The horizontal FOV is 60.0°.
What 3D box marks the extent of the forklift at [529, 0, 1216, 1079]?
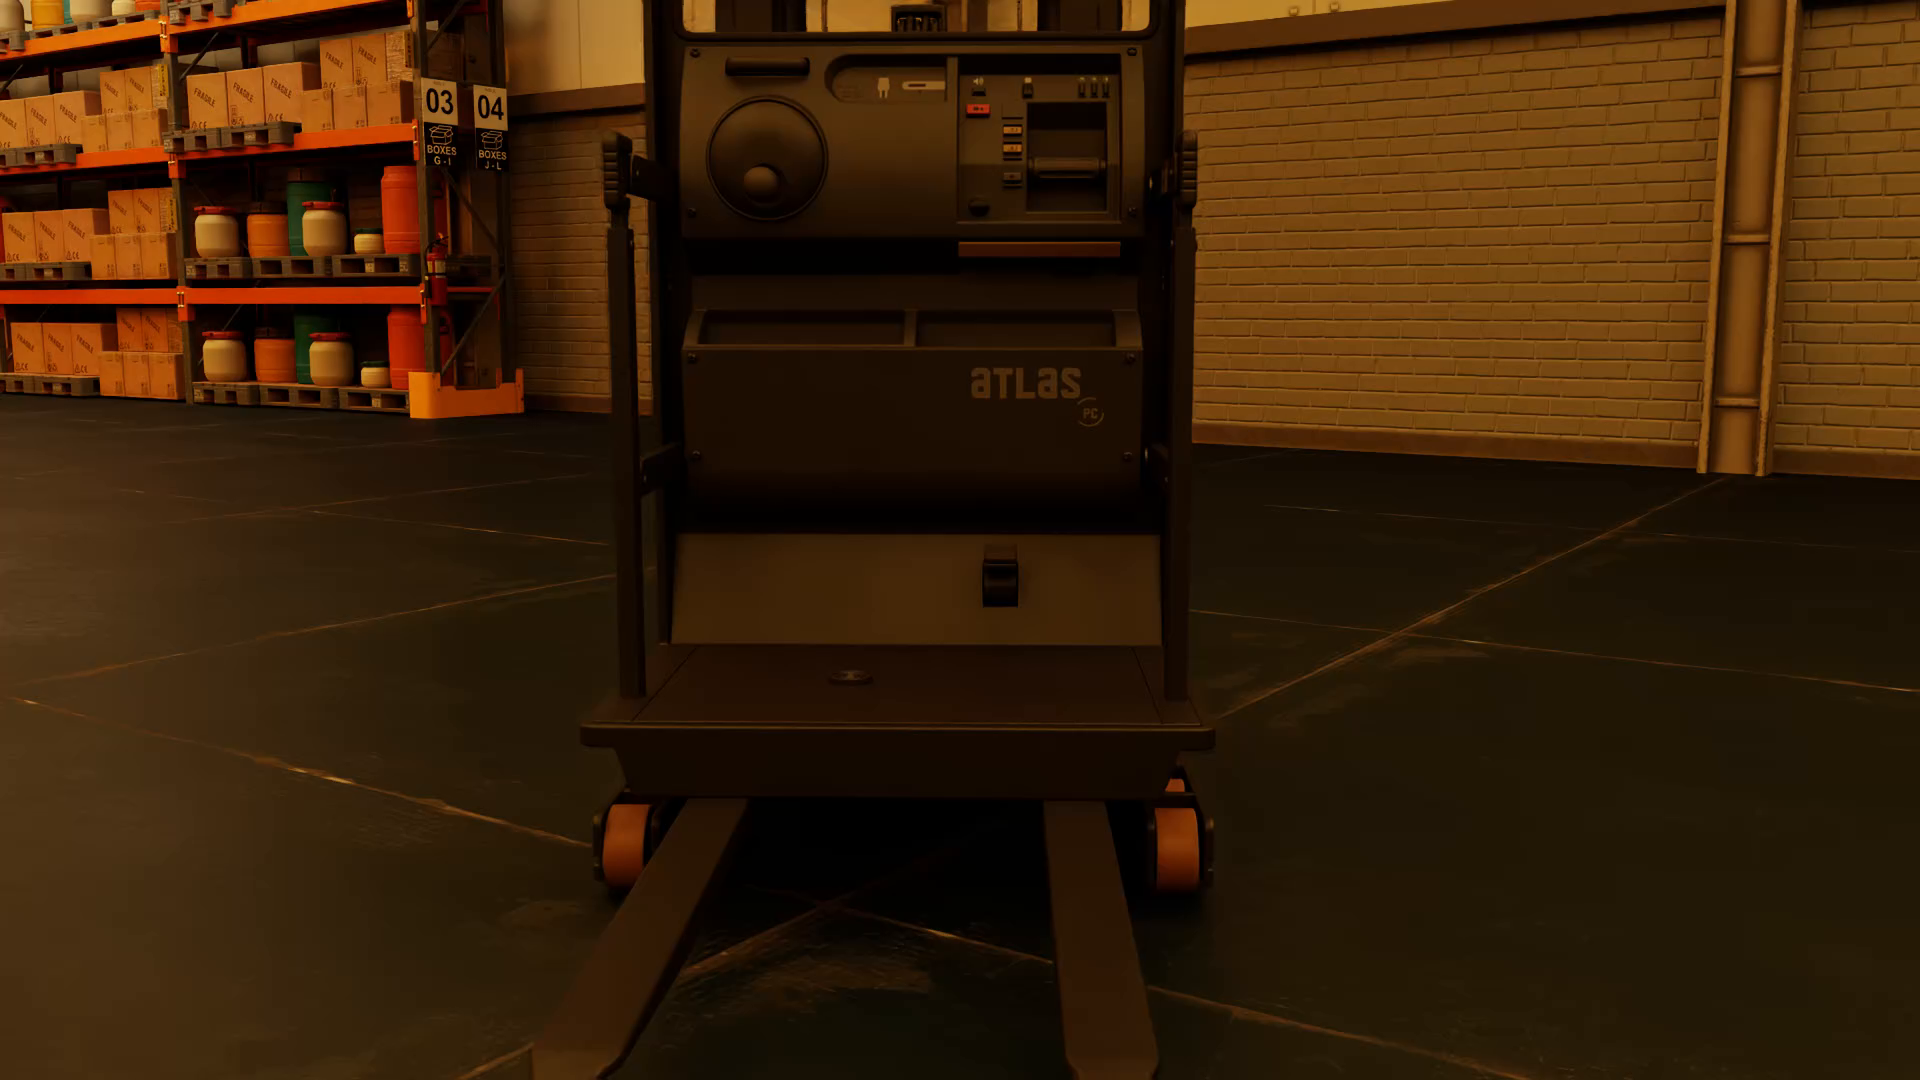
[{"bbox_3d":[-0.098,-0.845,3.136,1.130,2.935,3.031,0,8,1],"label":"forklift"}]
